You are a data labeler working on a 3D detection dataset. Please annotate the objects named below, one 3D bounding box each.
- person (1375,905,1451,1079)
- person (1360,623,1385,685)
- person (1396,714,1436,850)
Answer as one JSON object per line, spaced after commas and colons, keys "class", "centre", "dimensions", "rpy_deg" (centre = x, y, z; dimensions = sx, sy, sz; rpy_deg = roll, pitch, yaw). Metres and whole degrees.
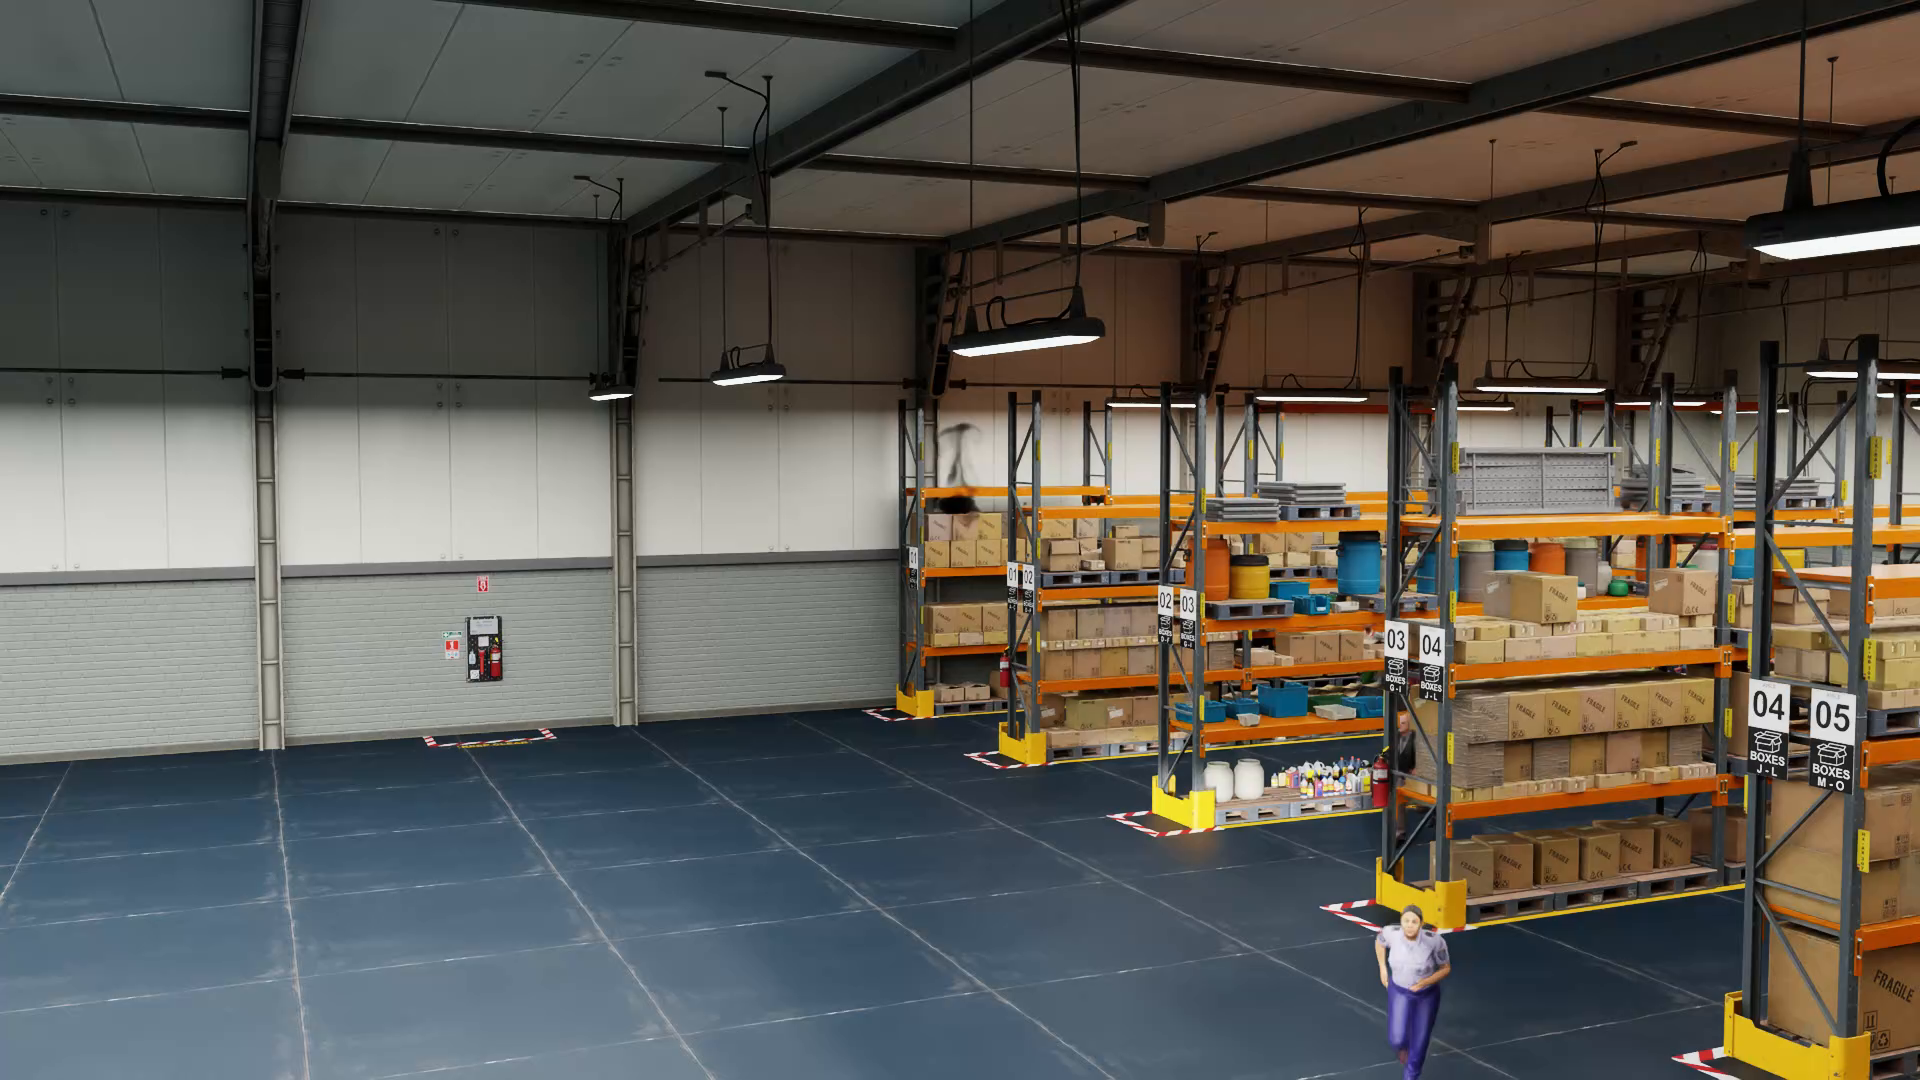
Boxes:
{"class": "person", "centre": [3.567, 3.624, 13.141], "dimensions": [0.594, 1.583, 0.683], "rpy_deg": [1, 4, 19]}
{"class": "person", "centre": [7.851, 2.363, 32.027], "dimensions": [0.968, 1.776, 0.657], "rpy_deg": [-2, 4, -29]}
{"class": "person", "centre": [5.824, 3.118, 21.392], "dimensions": [1.061, 1.633, 0.616], "rpy_deg": [-3, 5, -43]}
